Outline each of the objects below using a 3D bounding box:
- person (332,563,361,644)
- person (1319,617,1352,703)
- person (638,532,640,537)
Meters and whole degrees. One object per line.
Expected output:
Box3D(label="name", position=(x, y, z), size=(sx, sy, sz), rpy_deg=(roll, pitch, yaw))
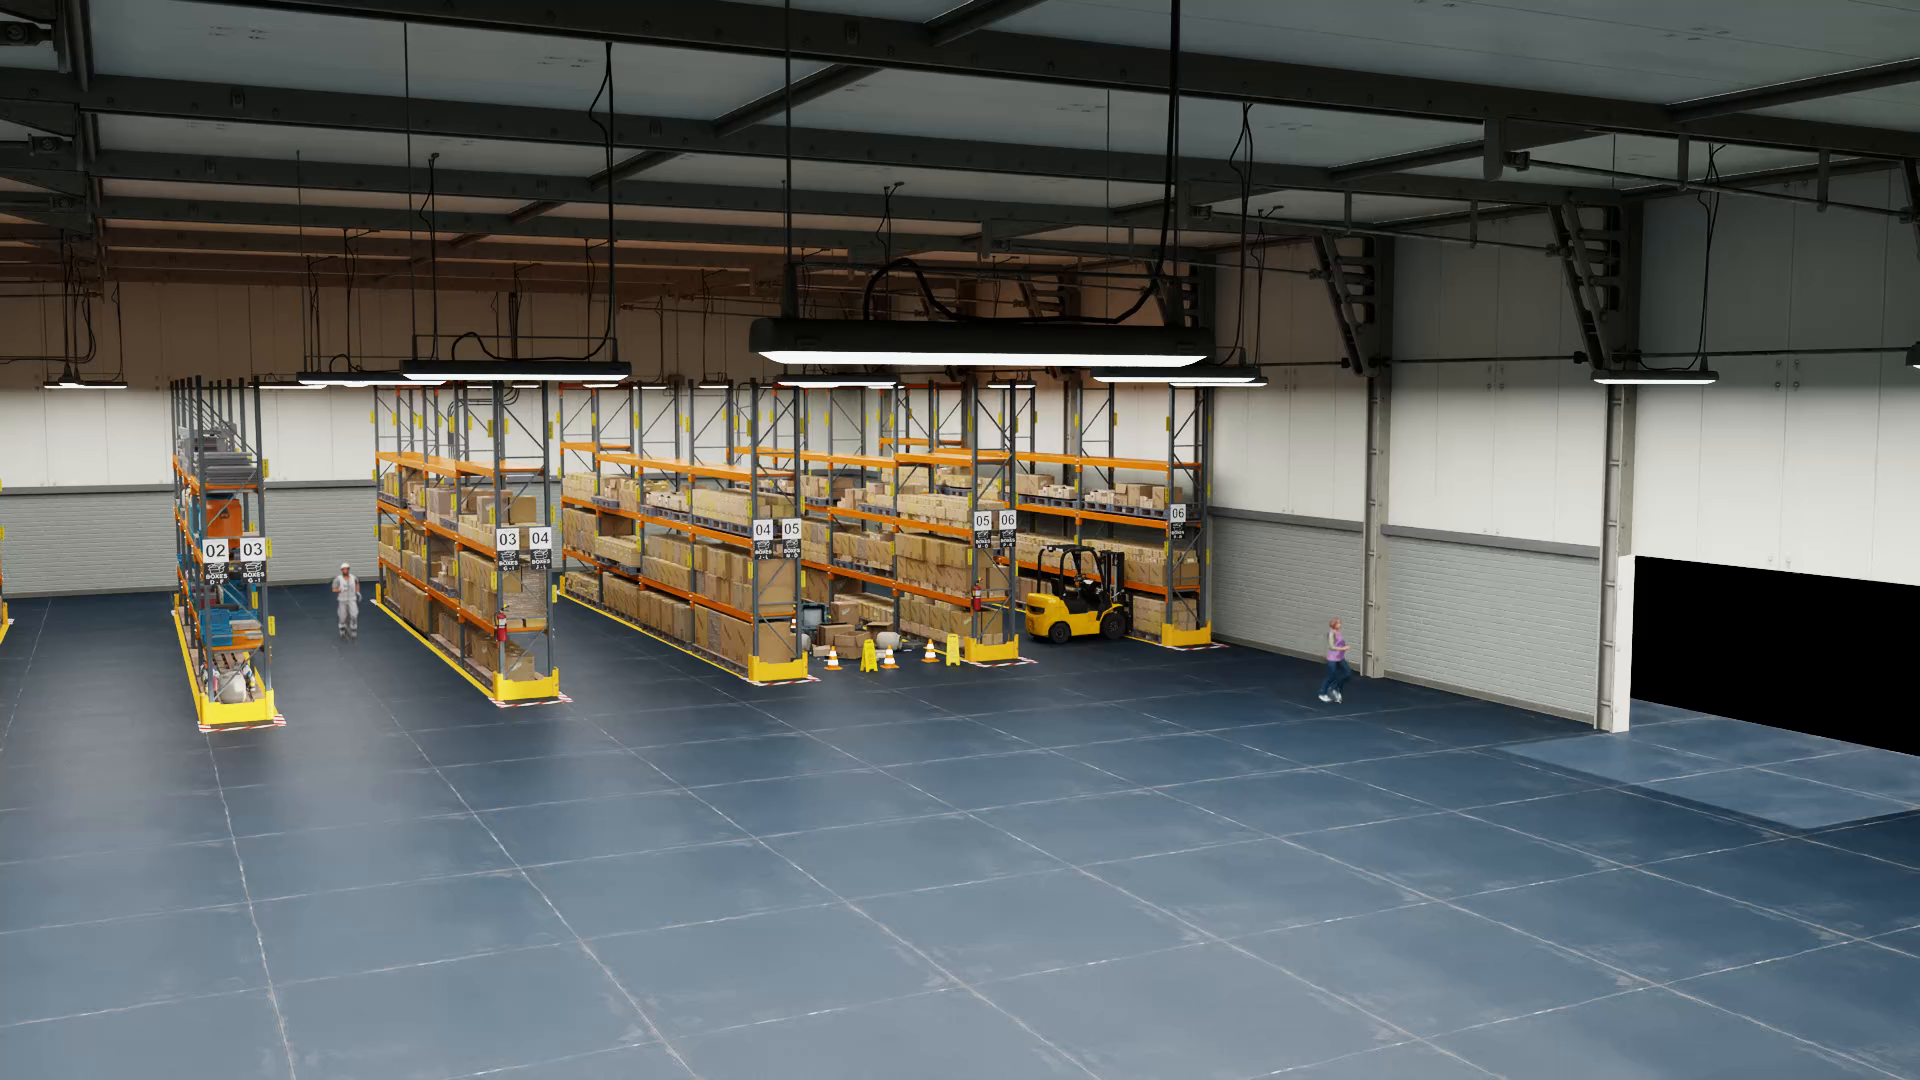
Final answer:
Box3D(label="person", position=(-14.013, 1.444, 38.023), size=(0.645, 1.845, 0.799), rpy_deg=(-3, 6, -30))
Box3D(label="person", position=(6.916, 2.208, 30.539), size=(0.657, 1.591, 0.509), rpy_deg=(5, 7, 44))
Box3D(label="person", position=(-9.163, 0.646, 47.649), size=(0.640, 1.751, 0.775), rpy_deg=(-3, 6, -28))
